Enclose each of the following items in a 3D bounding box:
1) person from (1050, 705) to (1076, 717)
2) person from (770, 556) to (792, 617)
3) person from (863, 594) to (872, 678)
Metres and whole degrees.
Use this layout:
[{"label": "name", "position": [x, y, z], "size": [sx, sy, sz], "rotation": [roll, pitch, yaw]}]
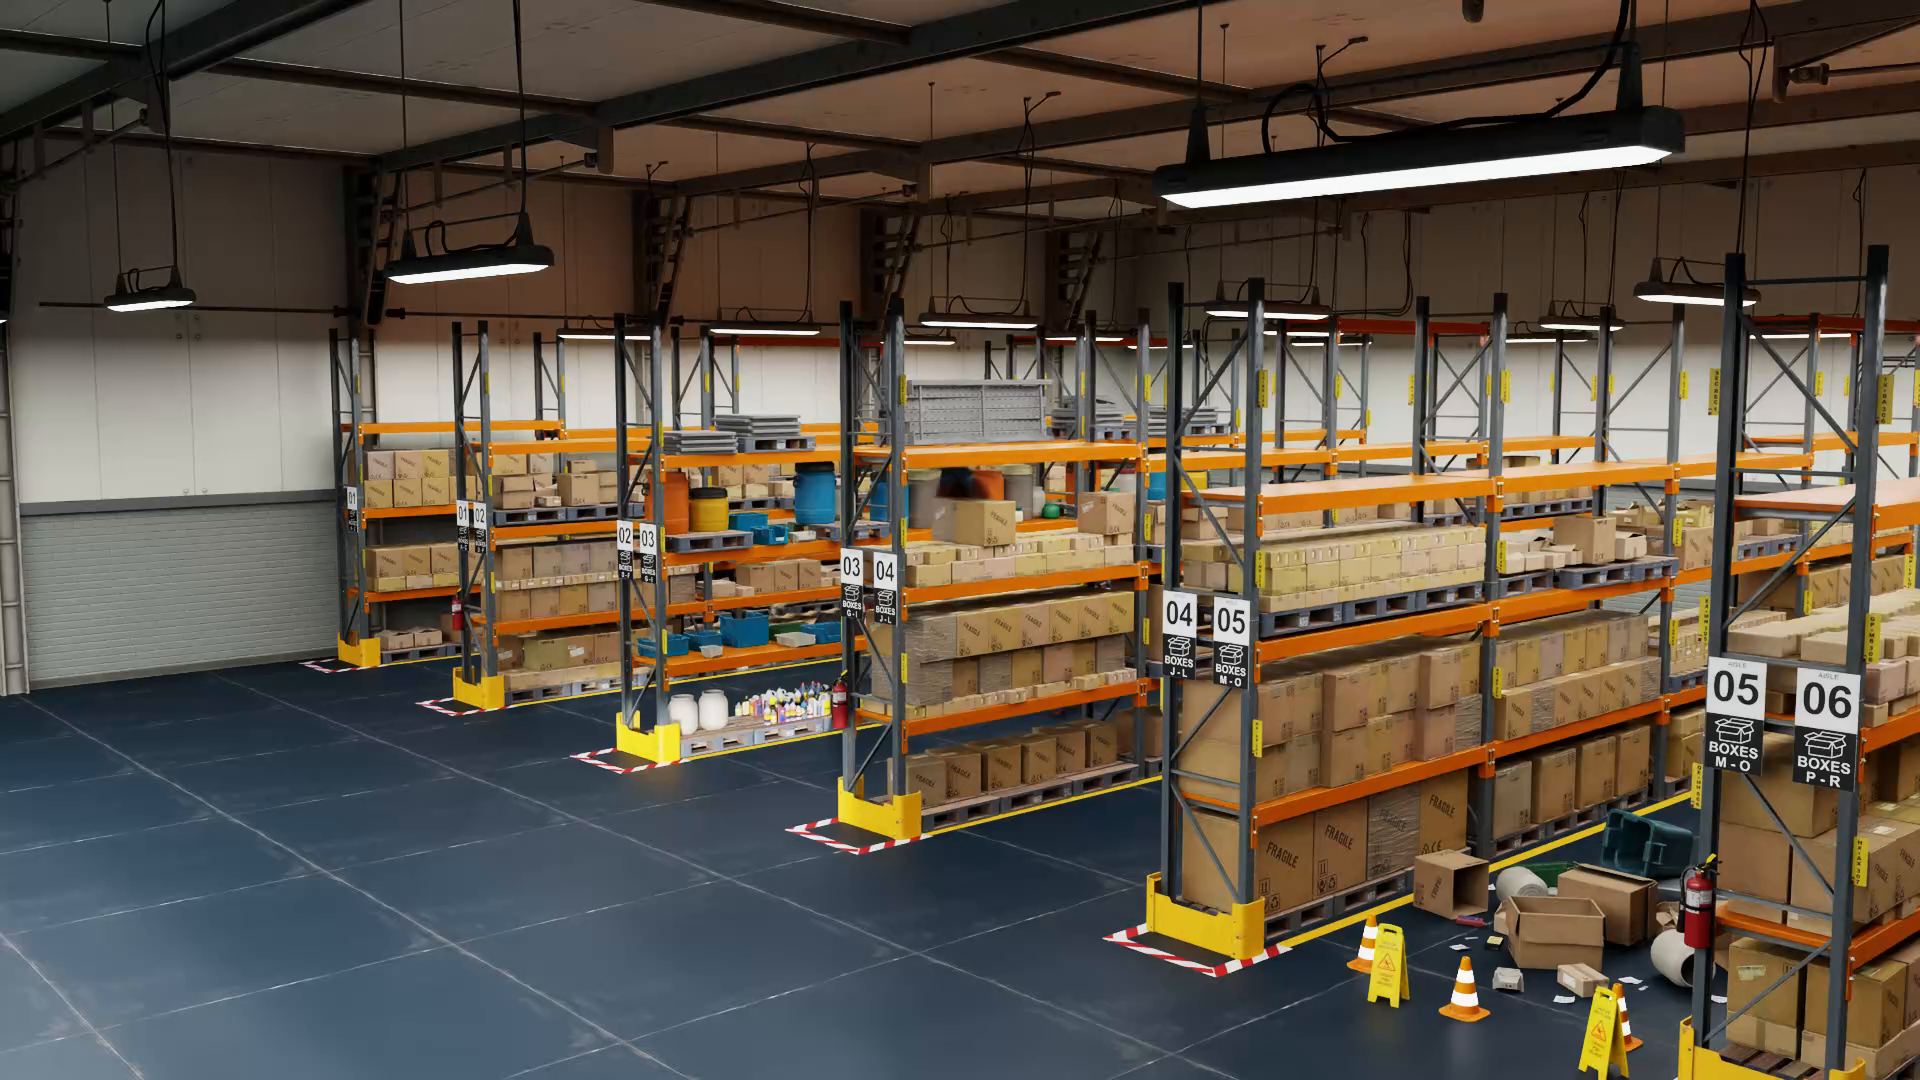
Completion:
[{"label": "person", "position": [1.620, 1.864, 25.432], "size": [0.484, 1.599, 0.978], "rotation": [5, 7, 40]}, {"label": "person", "position": [-3.601, 1.090, 32.297], "size": [1.048, 1.728, 0.533], "rotation": [-5, 8, -43]}, {"label": "person", "position": [-1.625, 1.561, 28.064], "size": [0.878, 1.809, 0.758], "rotation": [-5, 8, -43]}]
